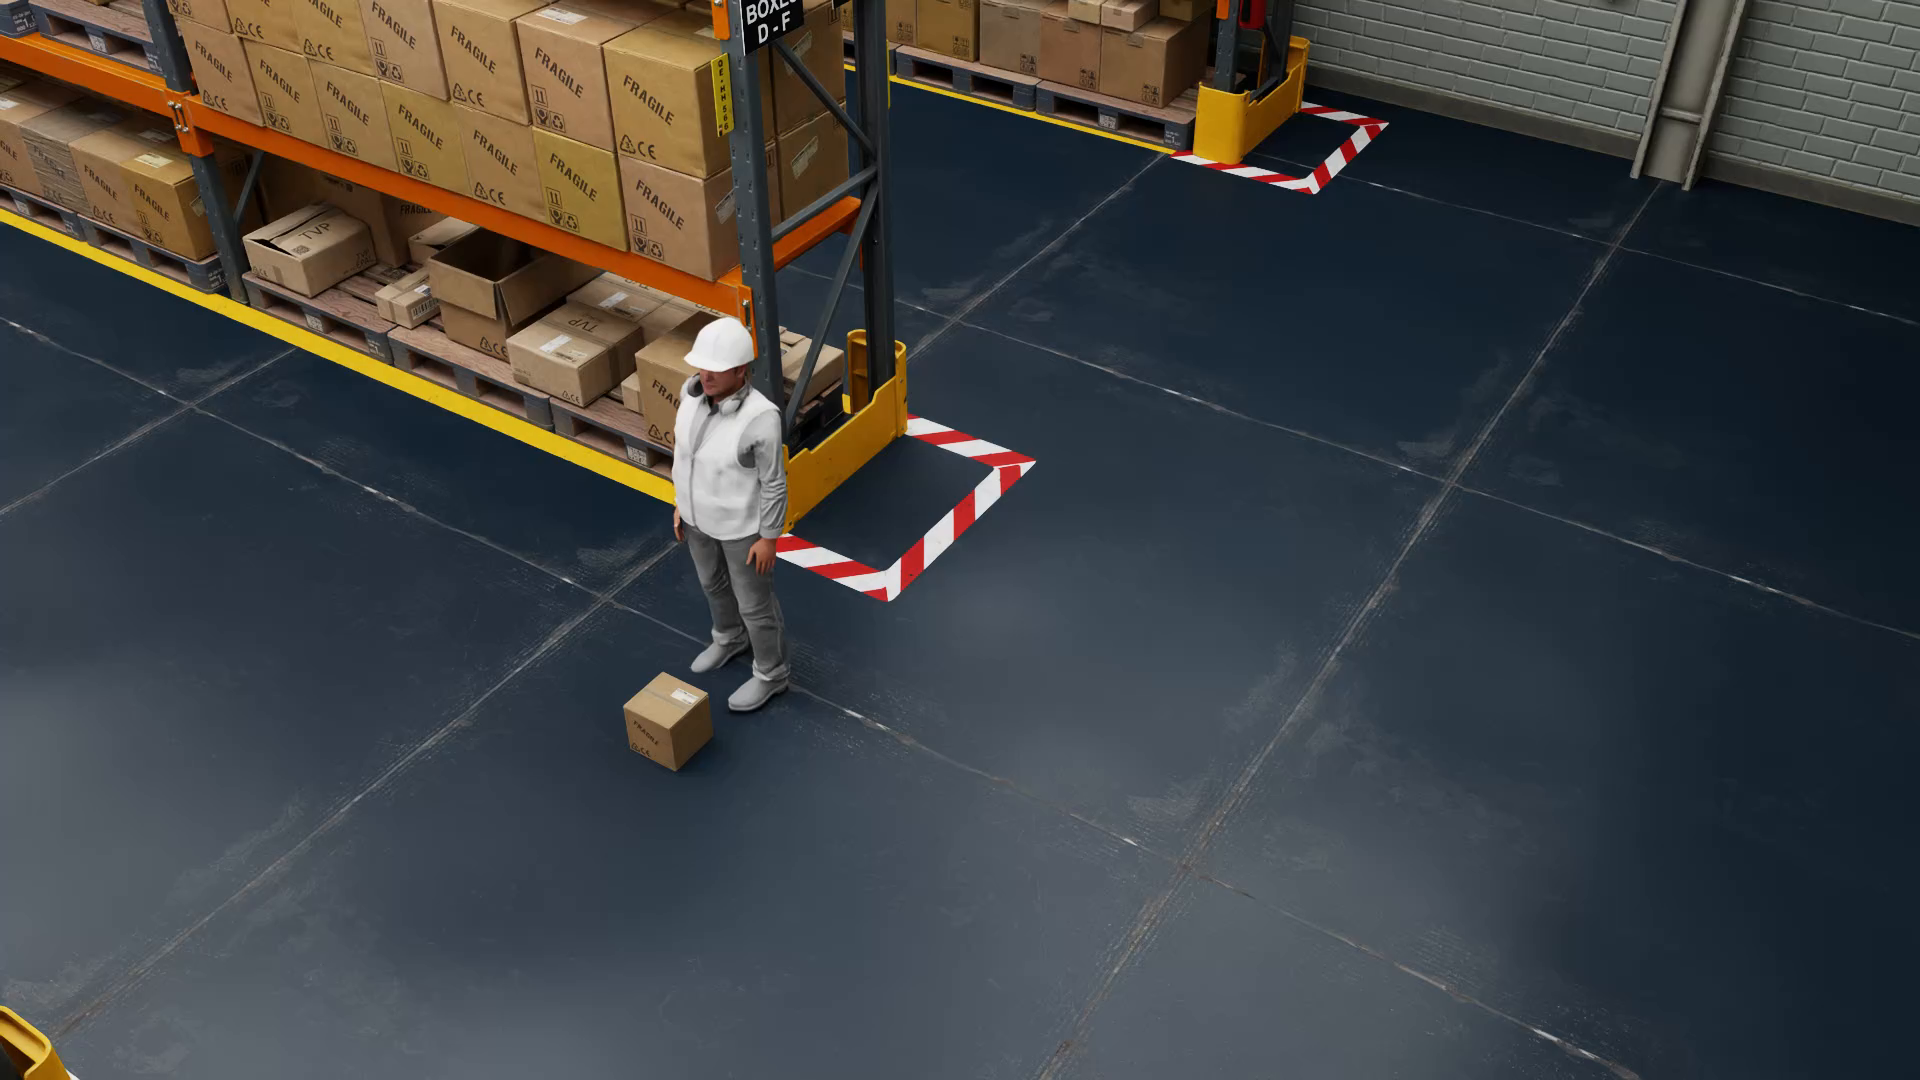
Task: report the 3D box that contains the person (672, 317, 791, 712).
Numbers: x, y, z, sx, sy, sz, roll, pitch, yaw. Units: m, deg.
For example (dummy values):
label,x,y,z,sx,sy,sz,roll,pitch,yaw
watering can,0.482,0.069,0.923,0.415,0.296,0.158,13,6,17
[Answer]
label,x,y,z,sx,sy,sz,roll,pitch,yaw
person,-0.943,-0.081,6.762,0.544,1.803,0.394,27,46,30
